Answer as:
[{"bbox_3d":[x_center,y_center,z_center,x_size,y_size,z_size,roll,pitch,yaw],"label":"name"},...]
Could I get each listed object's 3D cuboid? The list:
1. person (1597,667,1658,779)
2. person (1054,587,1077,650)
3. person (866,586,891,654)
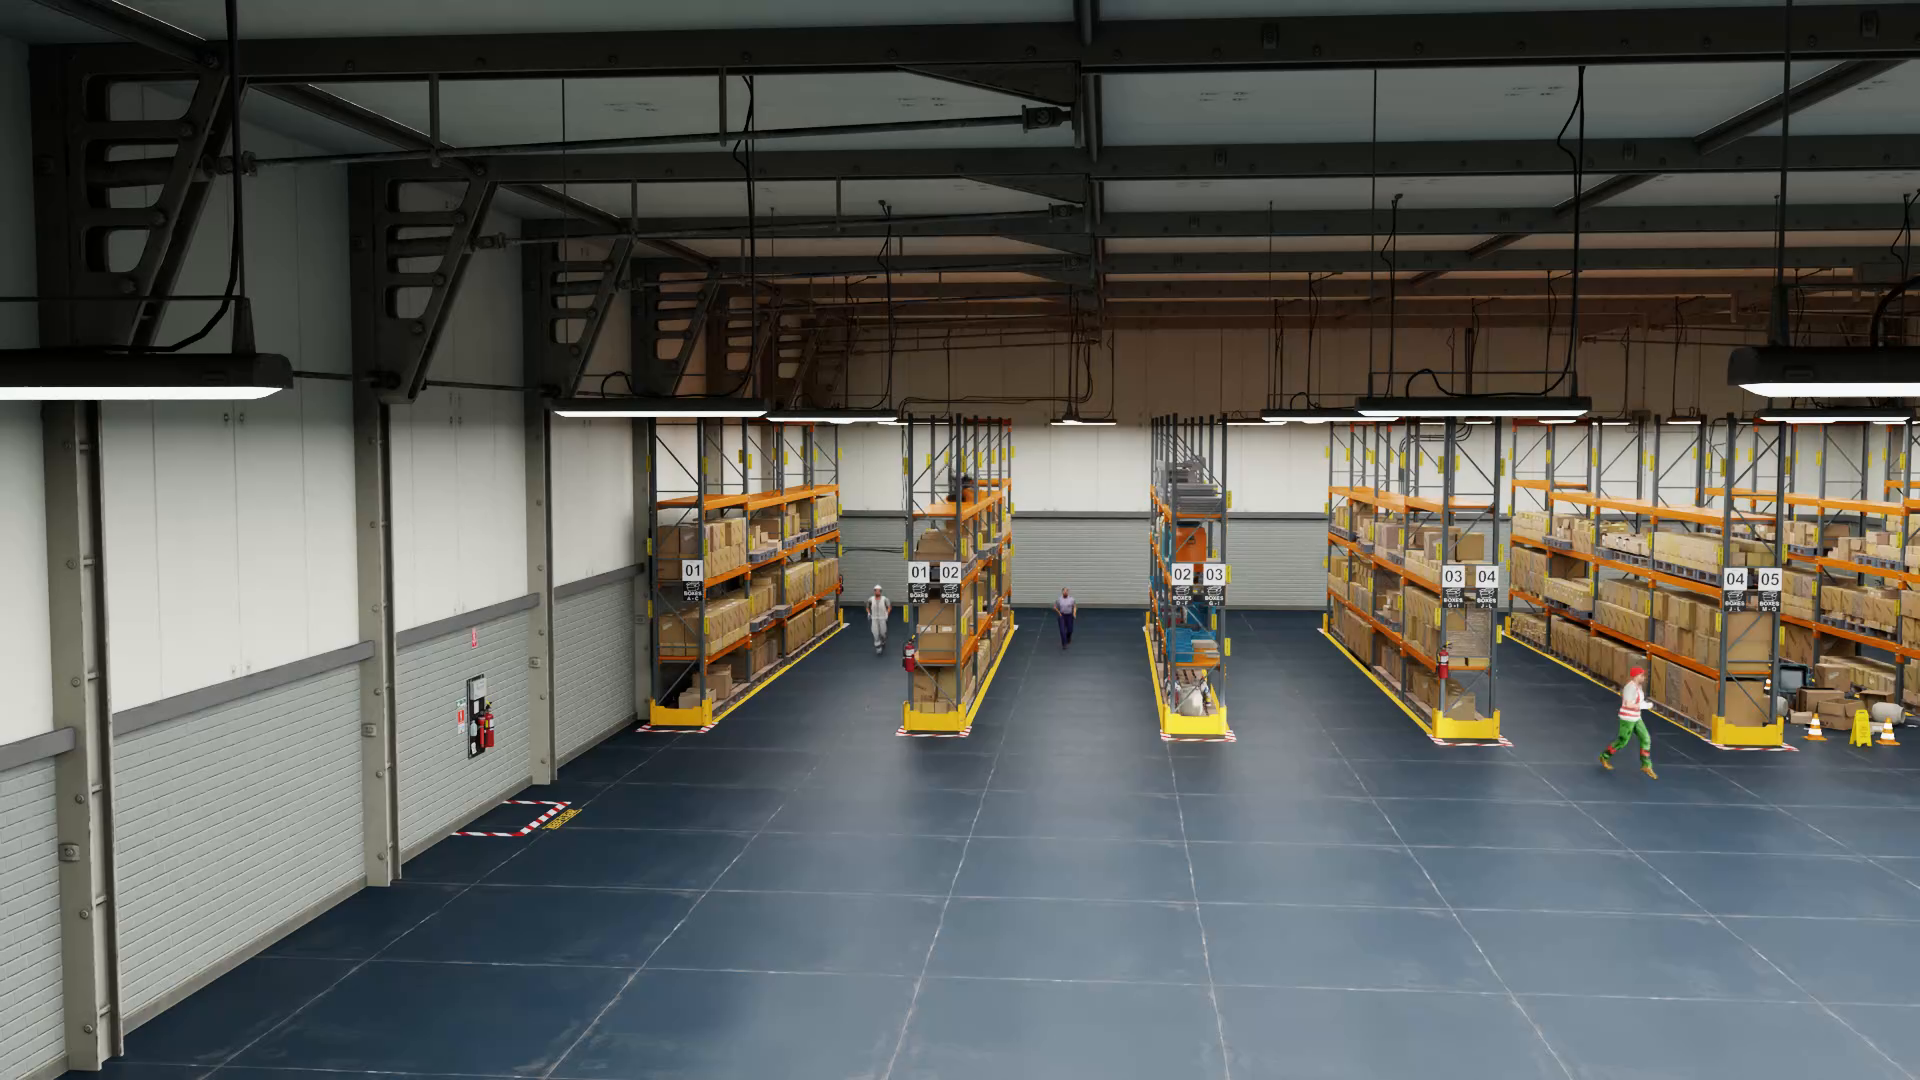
[{"bbox_3d":[11.038,2.984,27.442,0.982,1.817,0.692,3,5,39],"label":"person"},{"bbox_3d":[2.730,2.032,43.159,0.588,1.609,0.534,0,4,-1],"label":"person"},{"bbox_3d":[-2.062,2.021,42.069,0.636,1.740,0.586,0,4,2],"label":"person"}]
